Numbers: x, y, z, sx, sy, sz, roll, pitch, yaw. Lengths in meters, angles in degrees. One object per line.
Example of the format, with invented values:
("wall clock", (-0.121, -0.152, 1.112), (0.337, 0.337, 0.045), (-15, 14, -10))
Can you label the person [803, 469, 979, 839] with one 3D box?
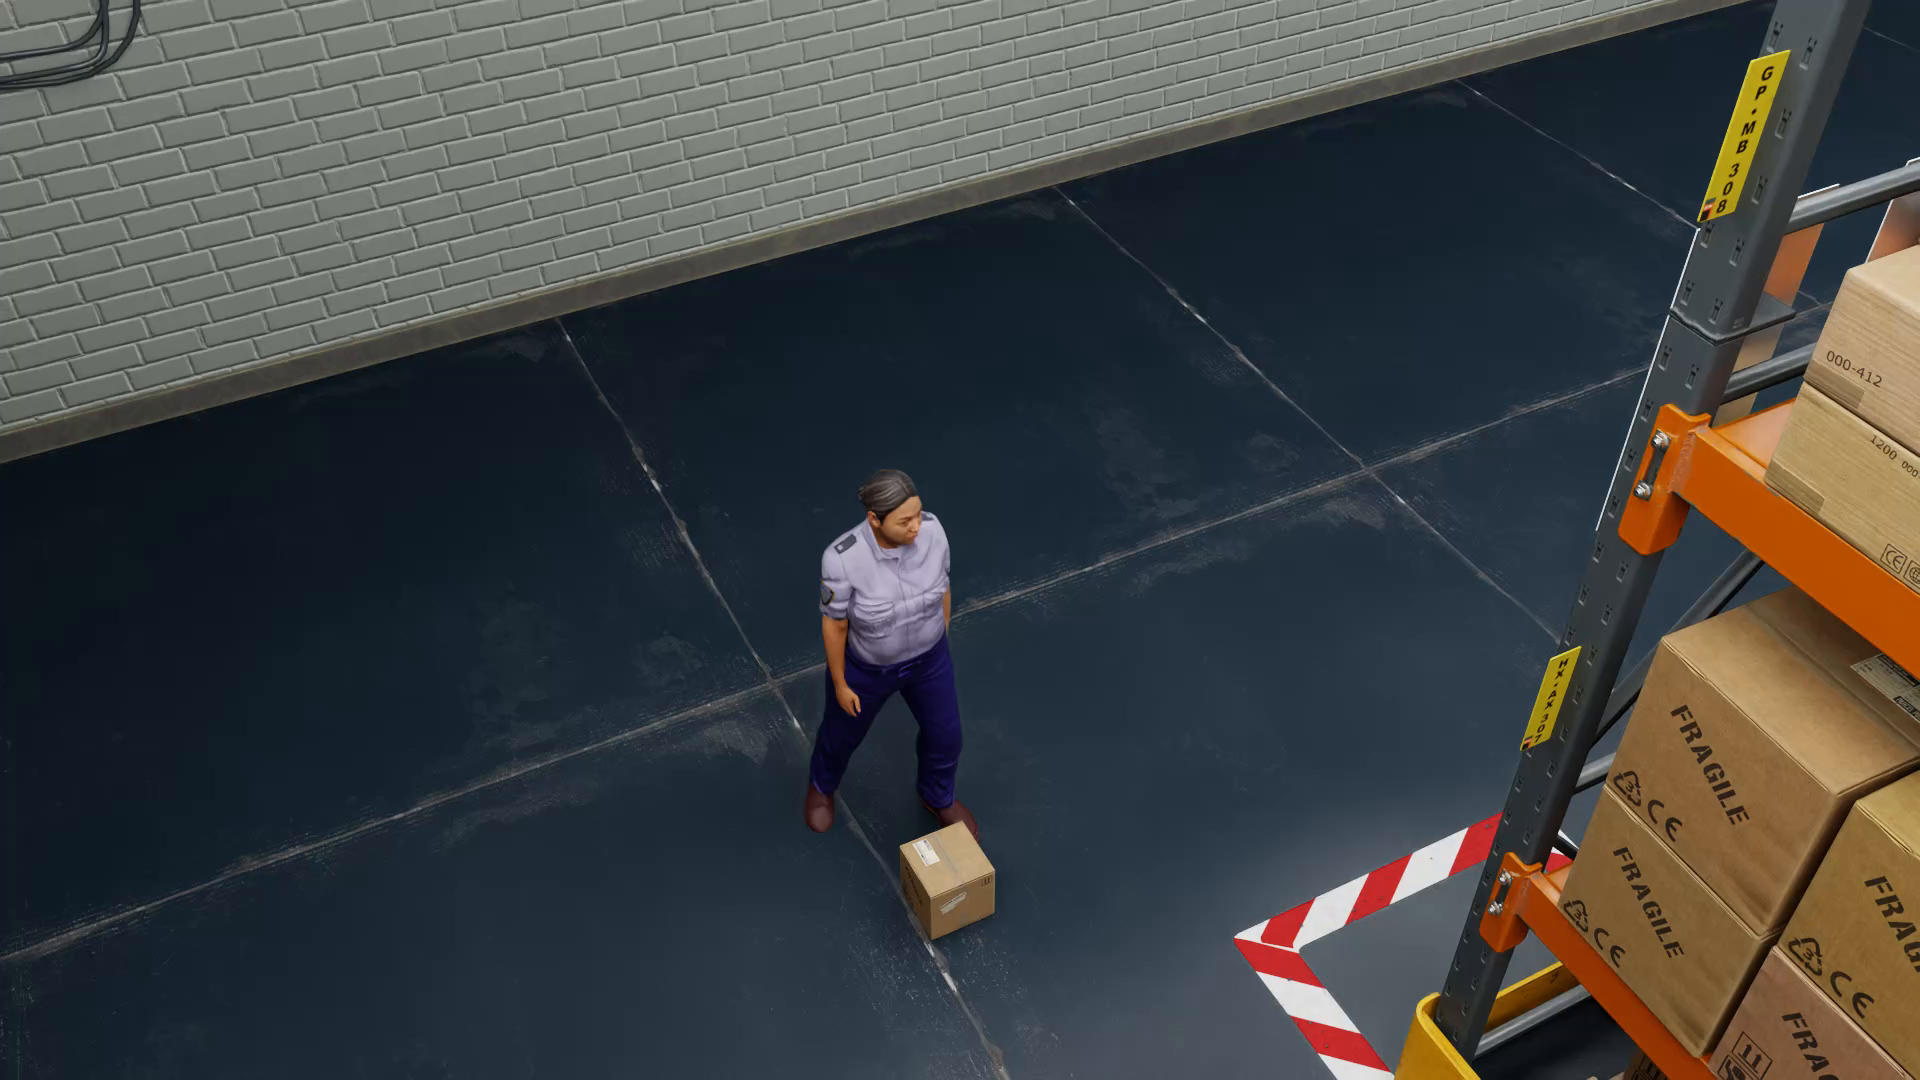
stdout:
("person", (-0.281, 0.427, 5.726), (0.578, 1.655, 0.572), (-20, 45, -21))
